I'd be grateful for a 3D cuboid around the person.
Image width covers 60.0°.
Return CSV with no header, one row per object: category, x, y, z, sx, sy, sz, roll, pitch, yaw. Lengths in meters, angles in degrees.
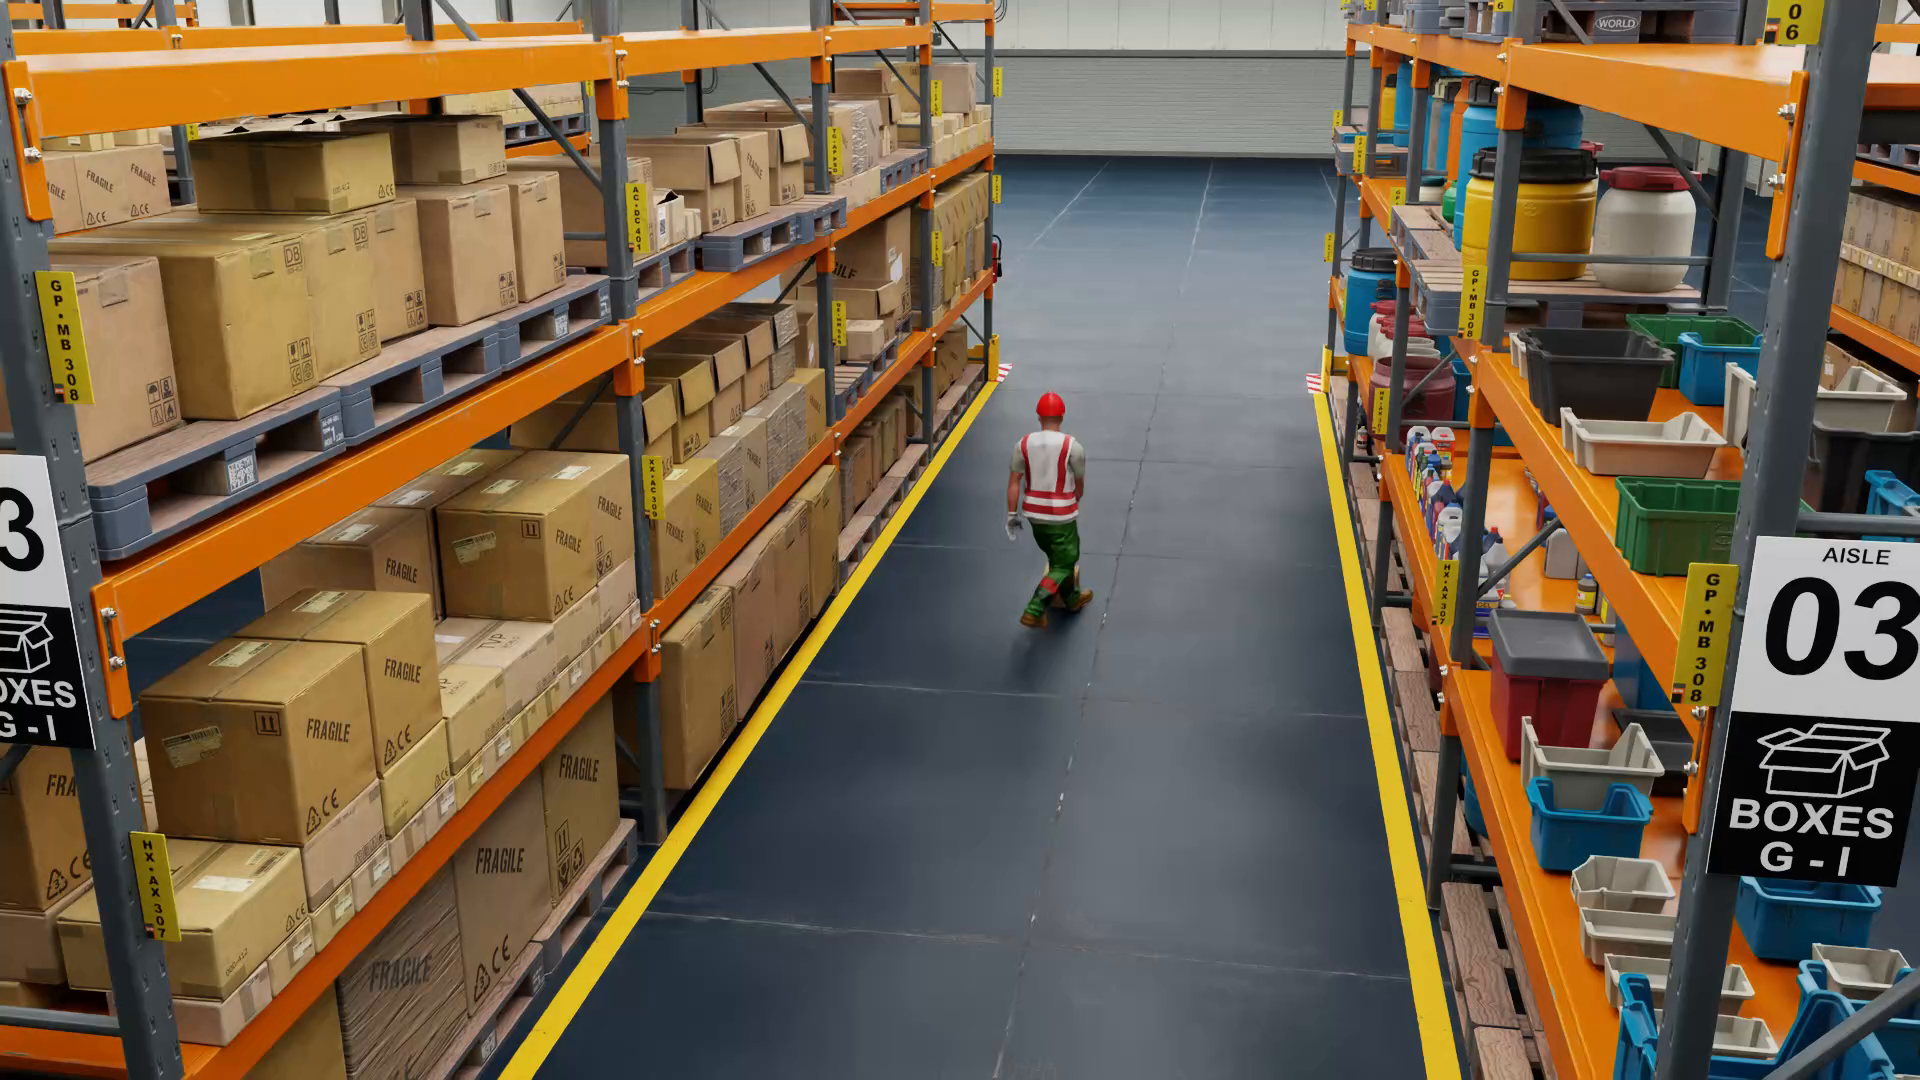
person,0.675,-0.216,11.837,0.506,1.713,1.071,11,21,31
